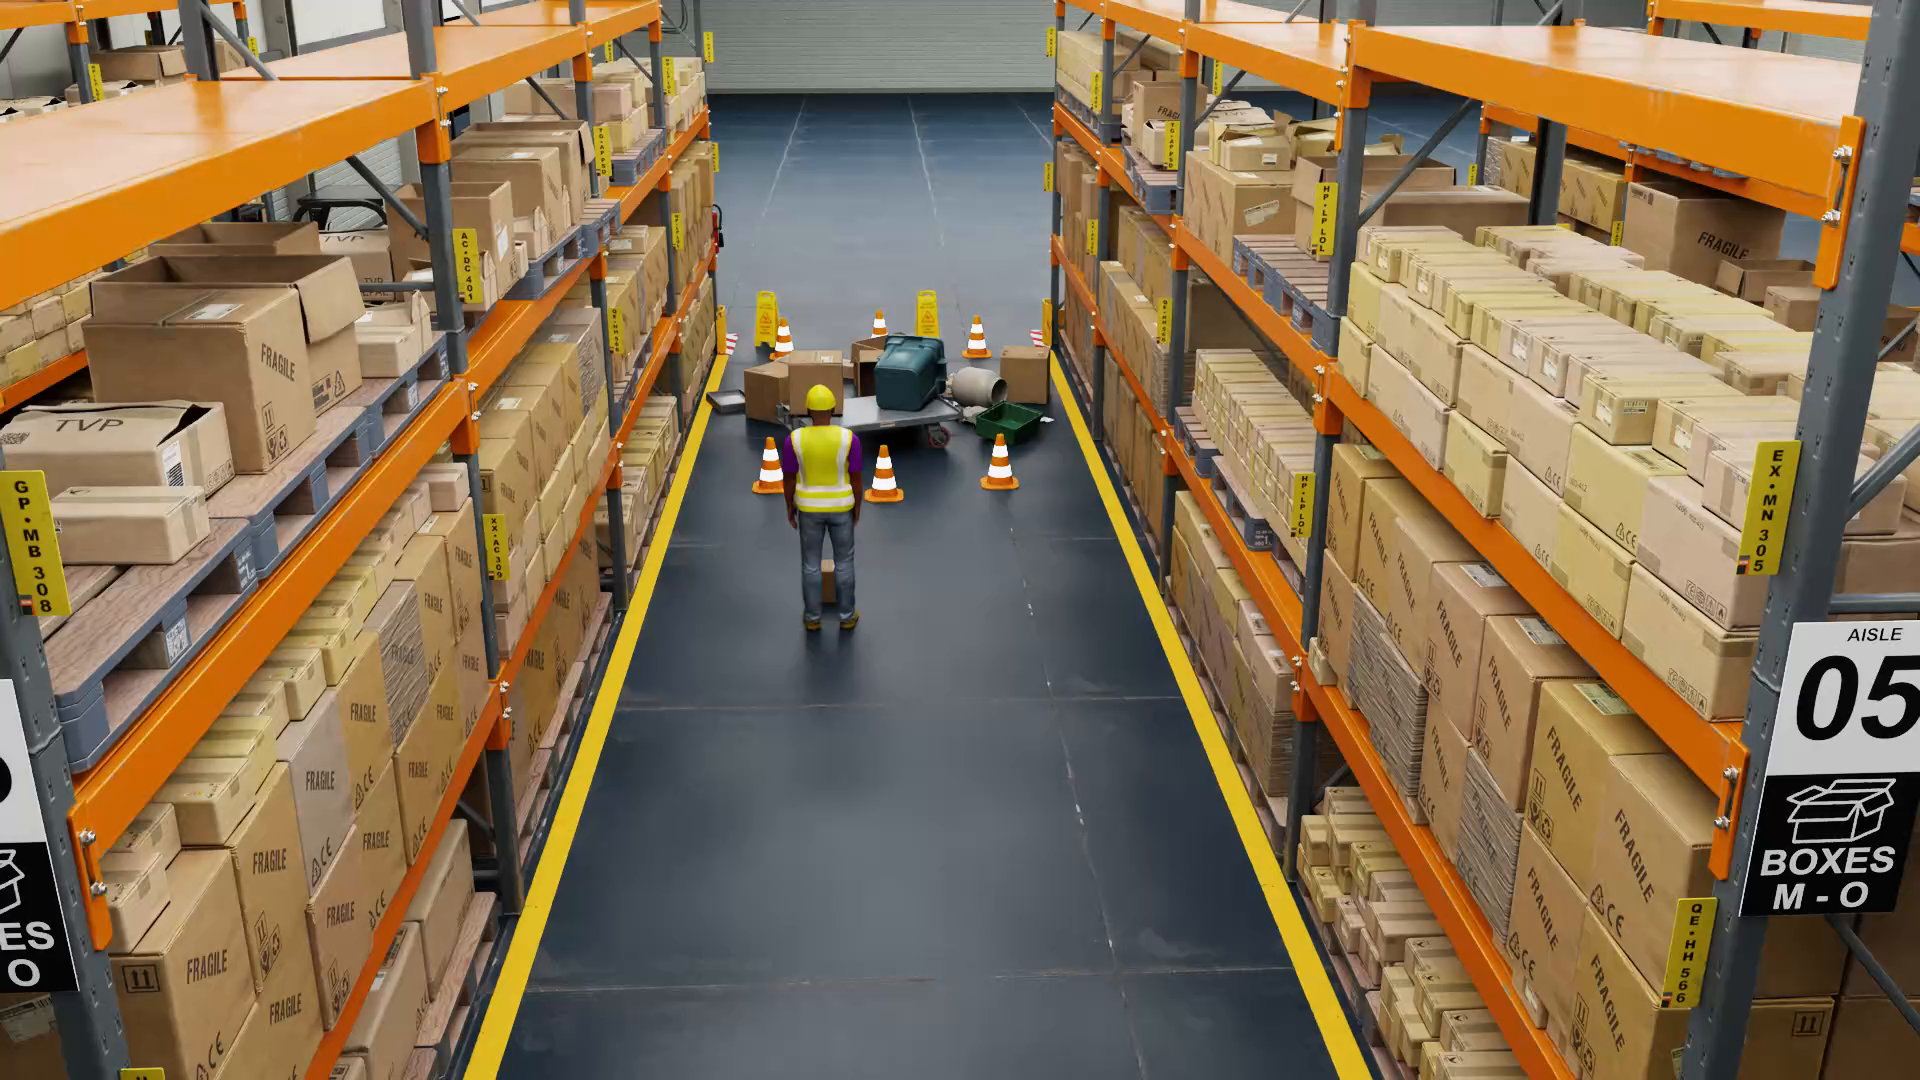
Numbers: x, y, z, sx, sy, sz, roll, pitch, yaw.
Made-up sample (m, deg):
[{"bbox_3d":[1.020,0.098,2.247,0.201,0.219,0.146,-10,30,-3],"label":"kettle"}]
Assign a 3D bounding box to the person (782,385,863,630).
[{"bbox_3d":[-0.956,-0.230,11.671,0.561,1.762,0.352,-1,20,-2],"label":"person"}]
